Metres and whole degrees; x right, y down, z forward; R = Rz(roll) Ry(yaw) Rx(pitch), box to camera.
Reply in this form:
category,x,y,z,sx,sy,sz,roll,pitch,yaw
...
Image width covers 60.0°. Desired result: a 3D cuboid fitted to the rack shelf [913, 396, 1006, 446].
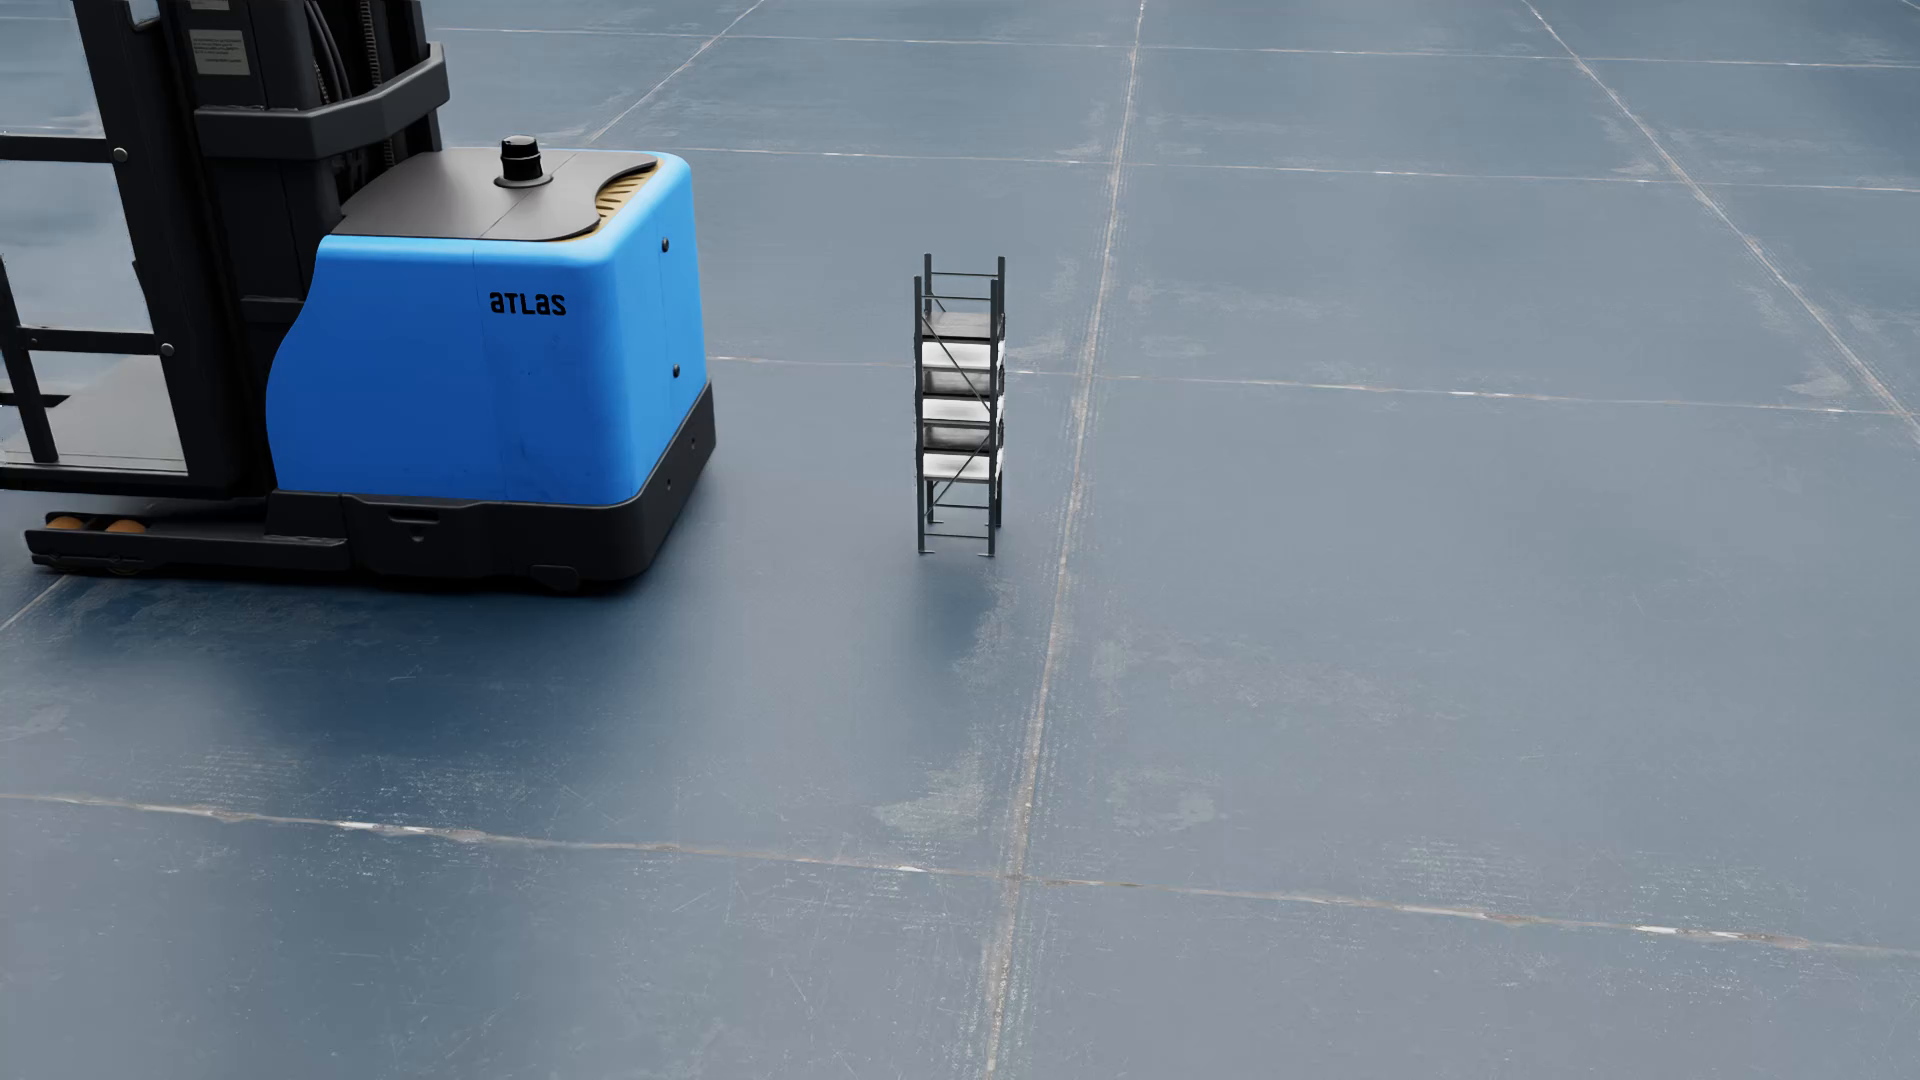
category,x,y,z,sx,sy,sz,roll,pitch,yaw
rack shelf,0.001,-0.371,5.059,0.258,0.077,0.200,3,28,6

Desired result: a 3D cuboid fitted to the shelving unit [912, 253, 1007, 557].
category,x,y,z,sx,sy,sz,roll,pitch,yaw
shelving unit,0.001,-0.400,5.044,0.258,0.900,0.210,3,28,6

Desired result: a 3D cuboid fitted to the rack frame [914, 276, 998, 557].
category,x,y,z,sx,sy,sz,roll,pitch,yaw
rack frame,-0.011,-0.352,4.955,0.240,0.900,0.006,3,28,6

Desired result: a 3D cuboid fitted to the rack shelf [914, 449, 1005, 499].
category,x,y,z,sx,sy,sz,roll,pitch,yaw
rack shelf,0.001,-0.212,5.145,0.258,0.077,0.200,3,28,6

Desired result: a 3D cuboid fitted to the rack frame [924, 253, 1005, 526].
category,x,y,z,sx,sy,sz,roll,pitch,yaw
rack frame,0.013,-0.448,5.132,0.240,0.900,0.006,3,28,6

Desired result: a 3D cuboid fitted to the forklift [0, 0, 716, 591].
category,x,y,z,sx,sy,sz,roll,pitch,yaw
forklift,-2.388,-1.427,4.808,3.031,2.935,1.130,3,28,5

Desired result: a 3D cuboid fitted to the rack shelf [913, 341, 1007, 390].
category,x,y,z,sx,sy,sz,roll,pitch,yaw
rack shelf,0.001,-0.529,4.974,0.258,0.077,0.200,3,28,6

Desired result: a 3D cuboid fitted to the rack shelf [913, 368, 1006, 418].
category,x,y,z,sx,sy,sz,roll,pitch,yaw
rack shelf,0.001,-0.450,5.017,0.258,0.077,0.200,3,28,6

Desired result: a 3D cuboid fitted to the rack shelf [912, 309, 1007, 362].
category,x,y,z,sx,sy,sz,roll,pitch,yaw
rack shelf,0.001,-0.608,4.931,0.258,0.077,0.200,3,28,6

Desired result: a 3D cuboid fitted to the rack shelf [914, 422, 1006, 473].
category,x,y,z,sx,sy,sz,roll,pitch,yaw
rack shelf,0.001,-0.291,5.102,0.258,0.077,0.200,3,28,6
